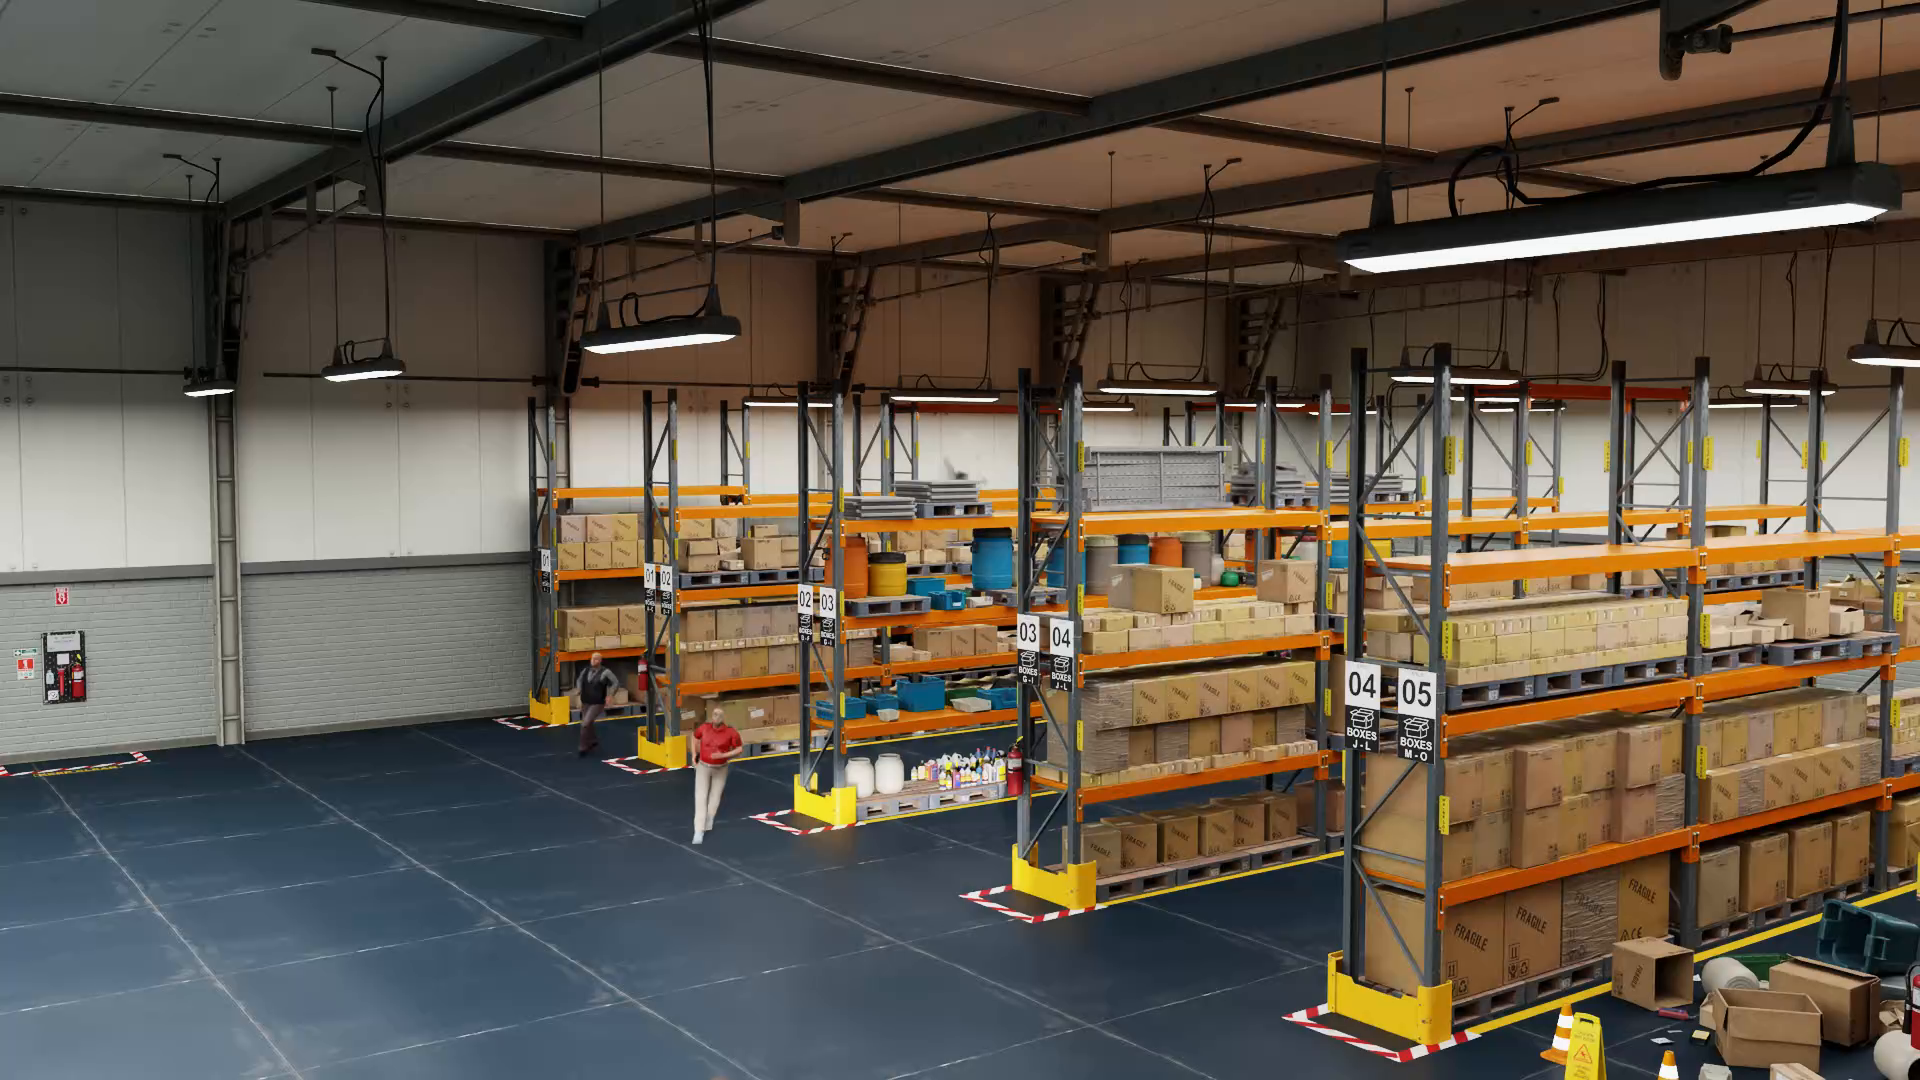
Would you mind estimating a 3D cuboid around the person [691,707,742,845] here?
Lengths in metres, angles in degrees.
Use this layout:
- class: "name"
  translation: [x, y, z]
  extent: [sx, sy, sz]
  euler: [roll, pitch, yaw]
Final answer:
- class: "person"
  translation: [-3.182, 3.037, 21.748]
  extent: [0.681, 1.743, 0.892]
  euler: [0, 3, -3]

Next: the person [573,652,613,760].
- class: "person"
  translation: [-6.026, 2.713, 27.300]
  extent: [0.698, 1.750, 0.752]
  euler: [2, 4, 27]
